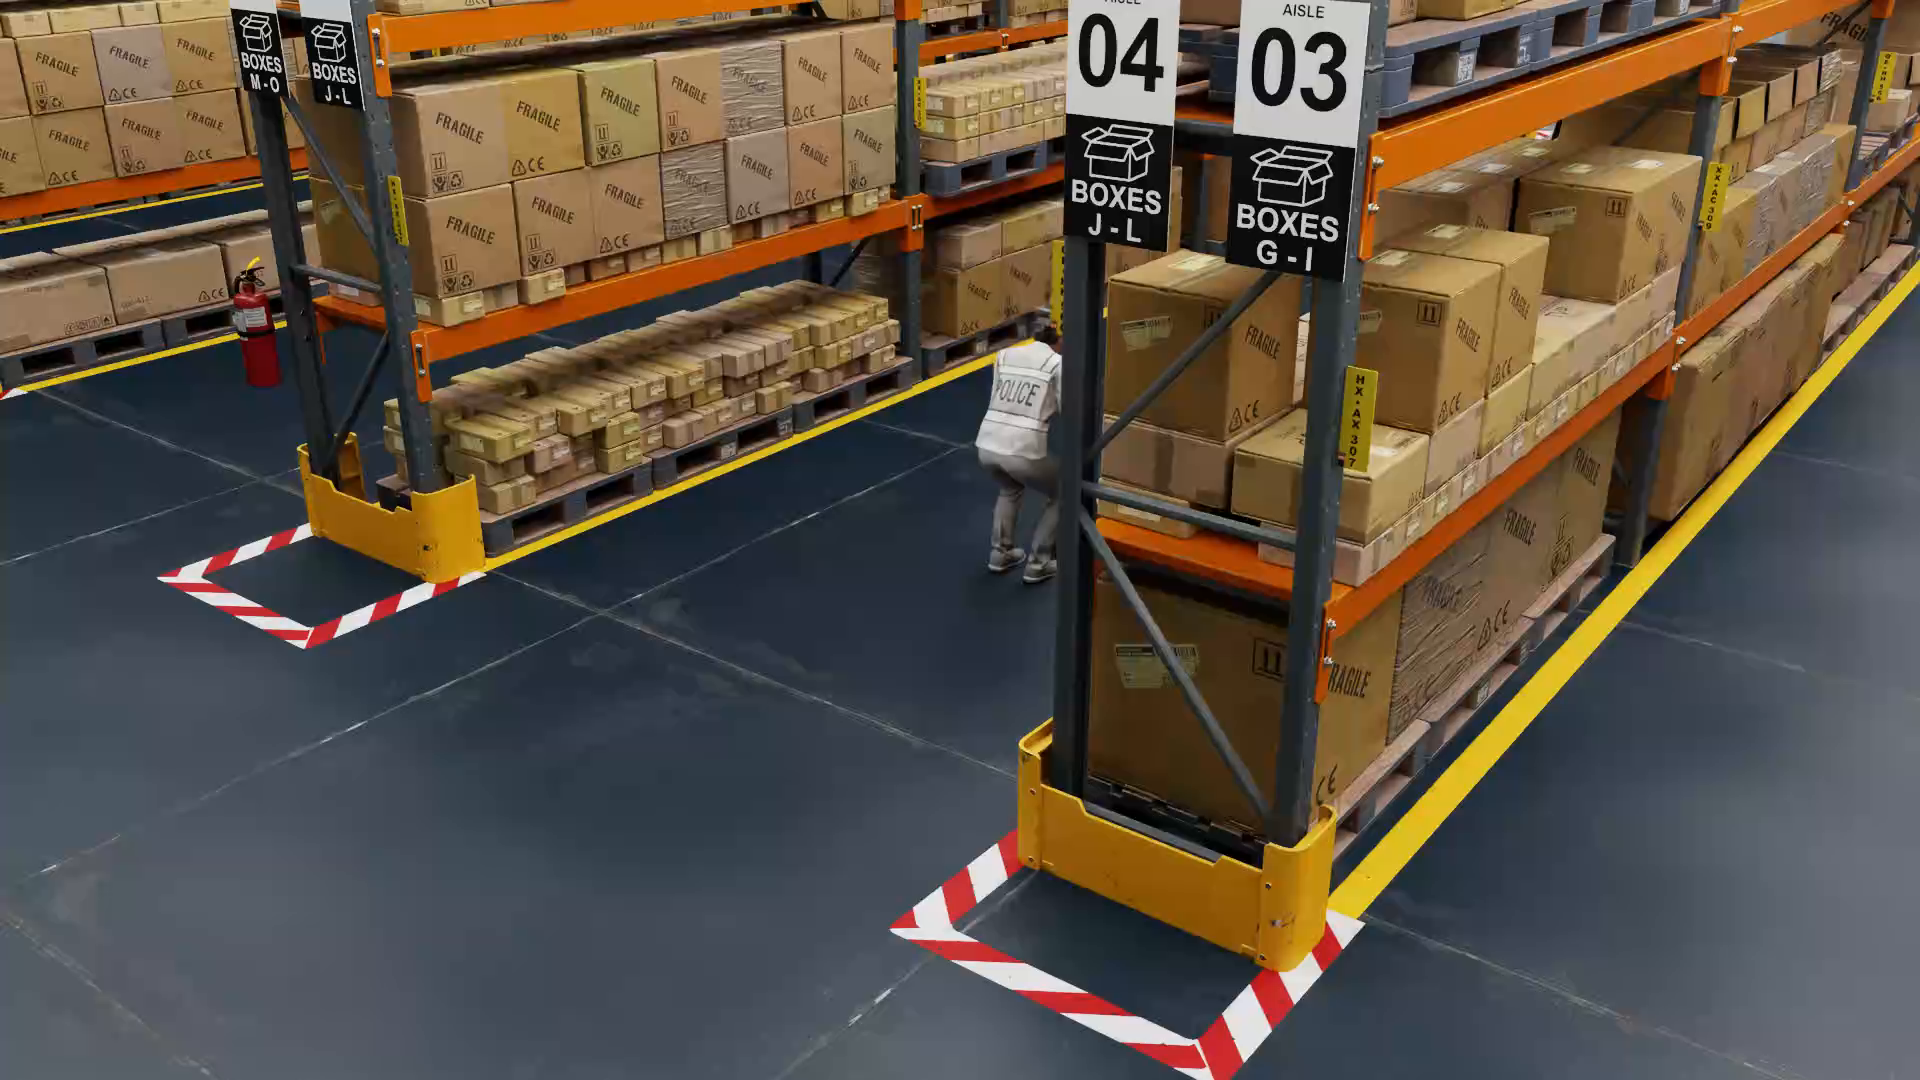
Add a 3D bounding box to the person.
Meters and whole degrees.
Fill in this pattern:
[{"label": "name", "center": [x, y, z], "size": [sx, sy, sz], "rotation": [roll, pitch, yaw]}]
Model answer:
[{"label": "person", "center": [0.354, -0.493, 8.595], "size": [0.535, 1.375, 0.709], "rotation": [17, 29, 34]}]
